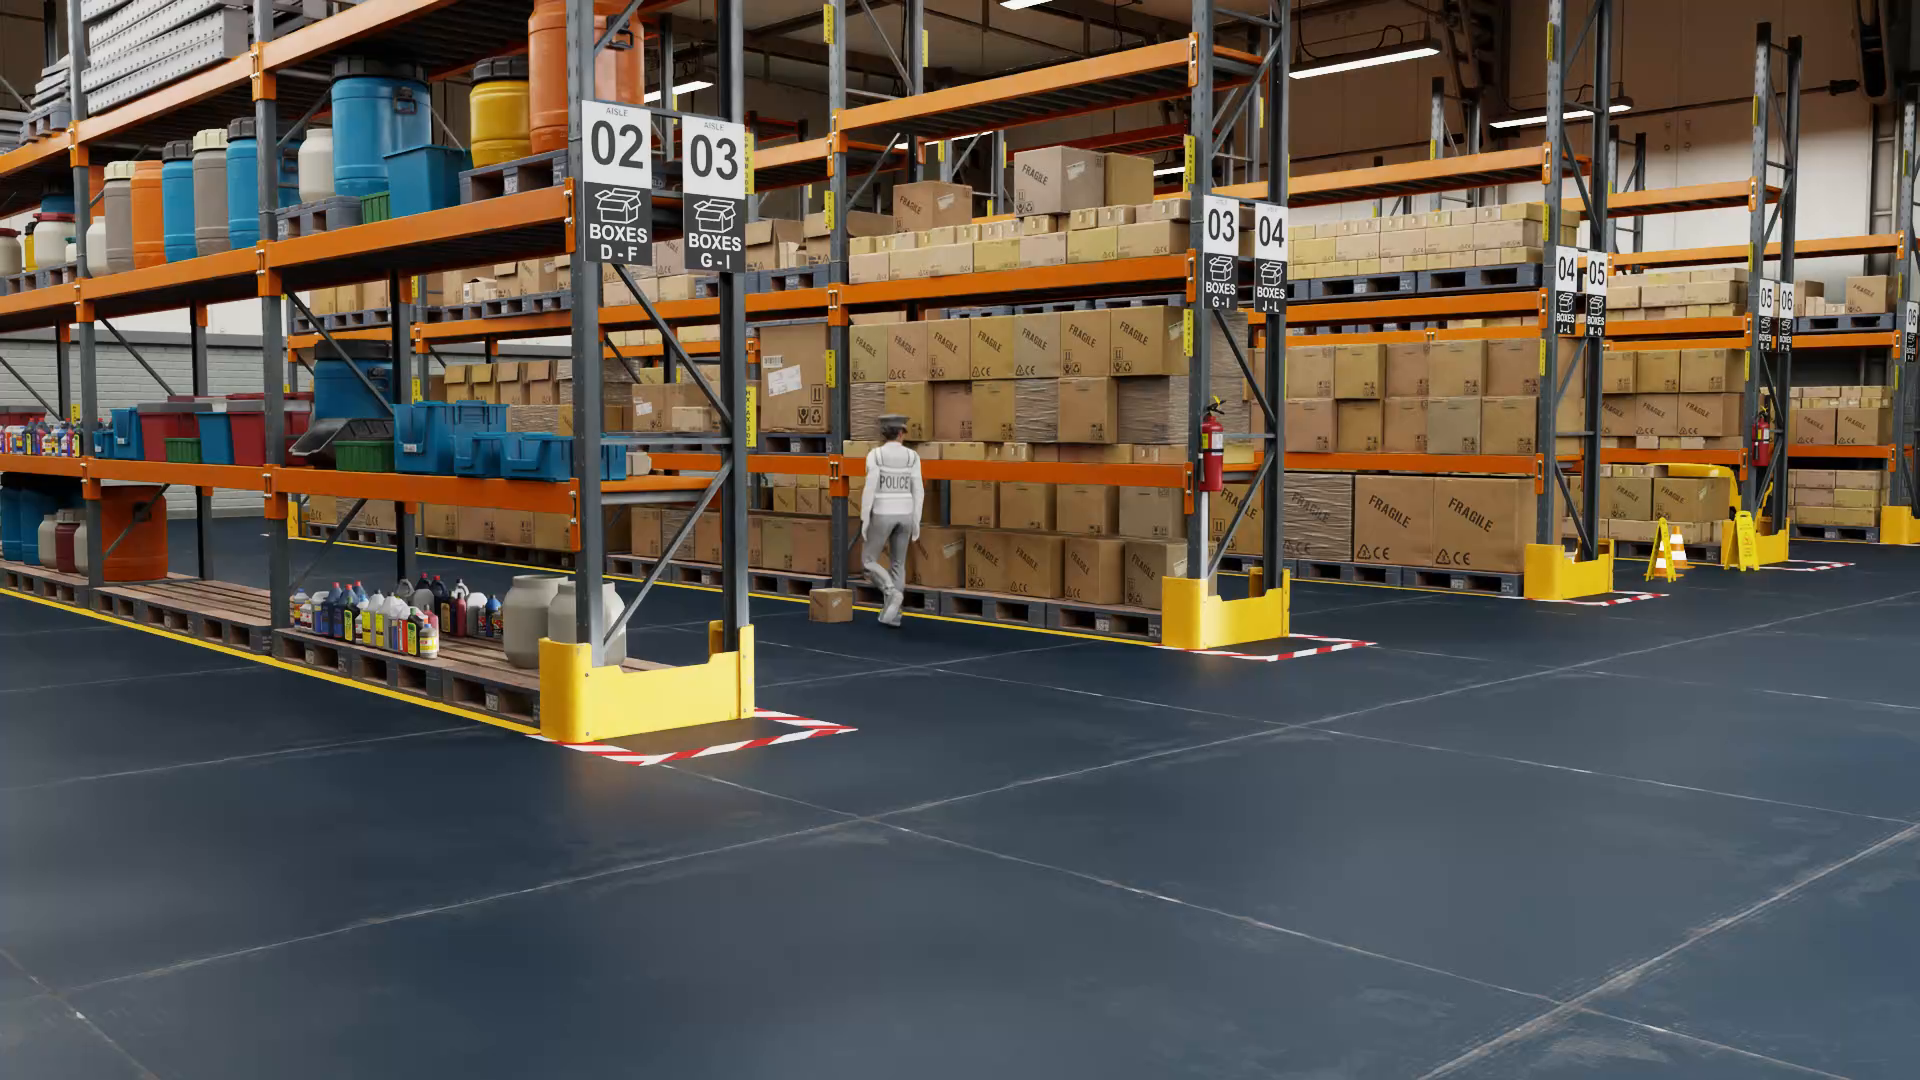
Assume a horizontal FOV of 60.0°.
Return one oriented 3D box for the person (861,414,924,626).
[{"bbox_3d":[-0.531,-0.149,12.856,0.504,1.649,0.645,-2,4,-24],"label":"person"}]
